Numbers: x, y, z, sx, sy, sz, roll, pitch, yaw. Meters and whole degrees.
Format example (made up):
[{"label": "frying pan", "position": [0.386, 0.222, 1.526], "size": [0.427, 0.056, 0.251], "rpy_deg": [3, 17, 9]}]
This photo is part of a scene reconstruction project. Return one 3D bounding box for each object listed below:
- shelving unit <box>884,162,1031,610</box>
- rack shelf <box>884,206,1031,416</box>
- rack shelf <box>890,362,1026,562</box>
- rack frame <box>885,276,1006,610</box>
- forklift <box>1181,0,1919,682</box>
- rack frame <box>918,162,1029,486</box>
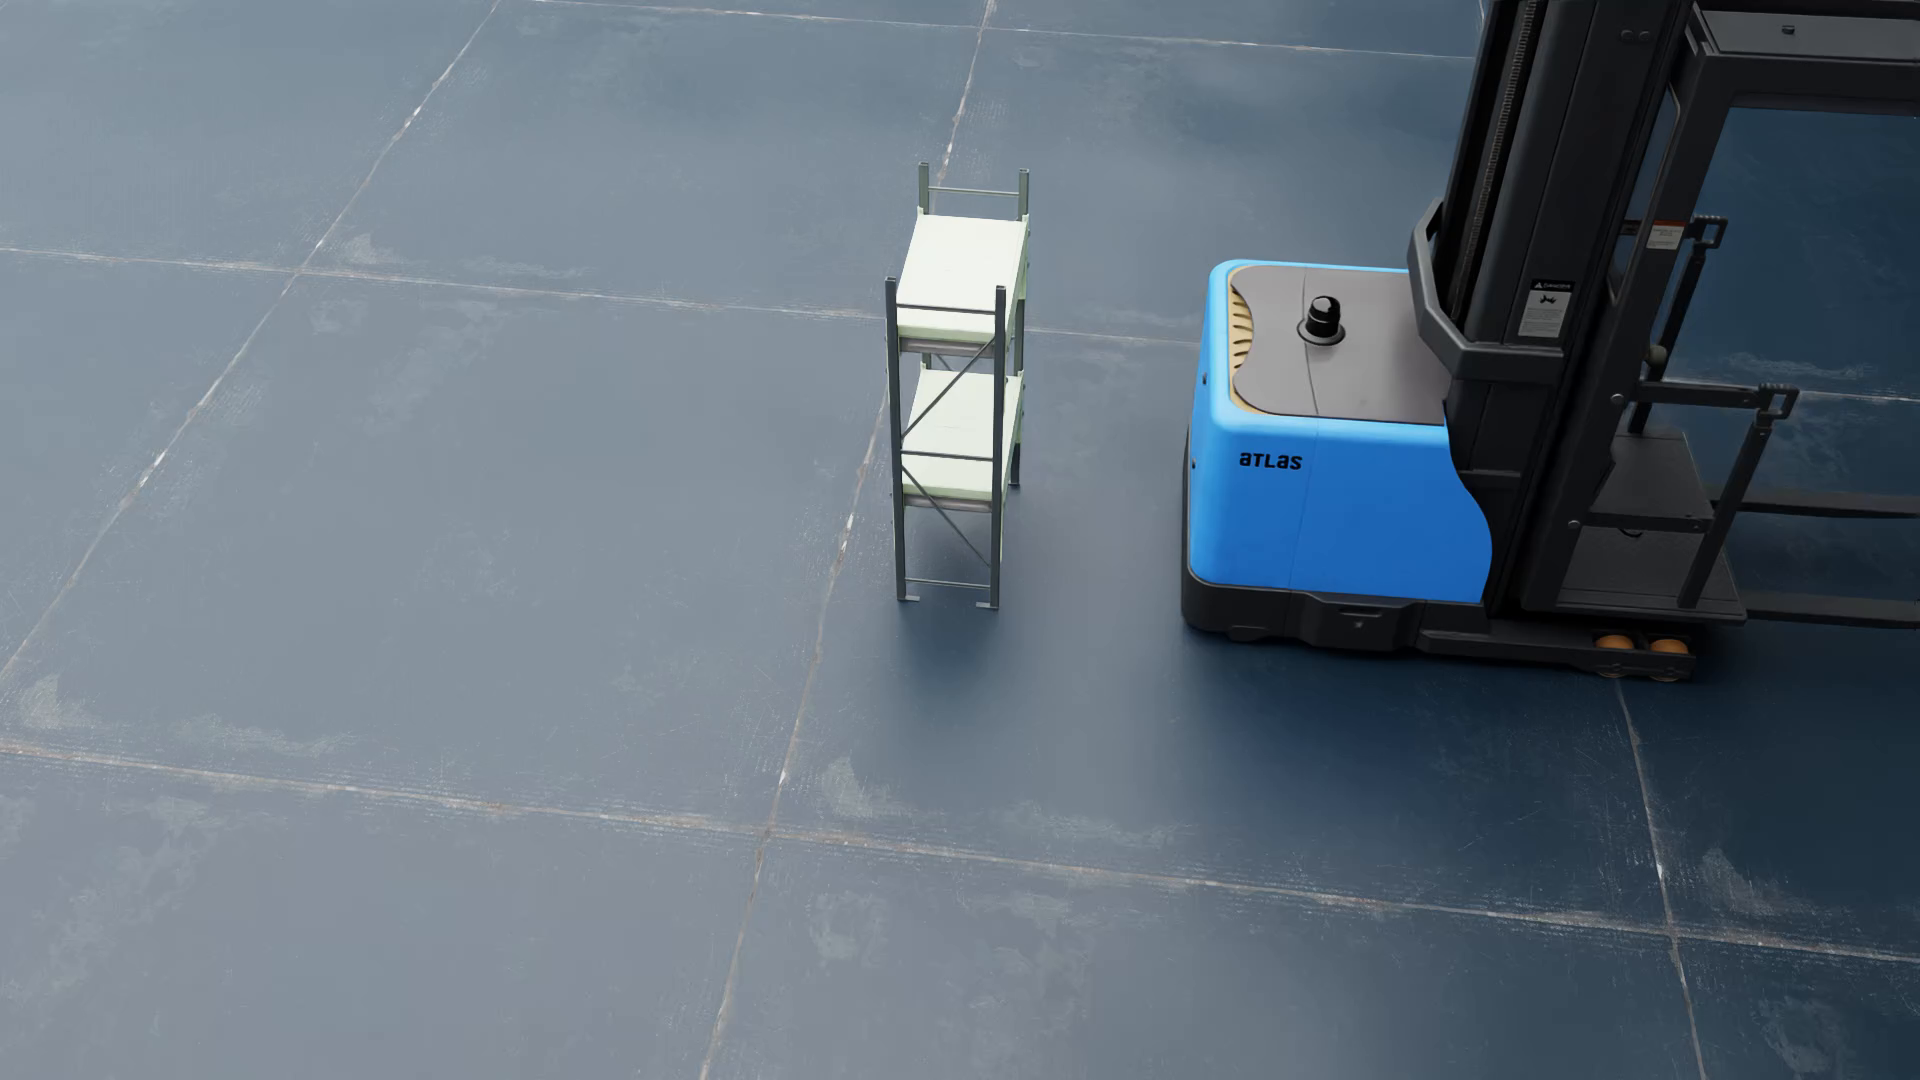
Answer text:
[{"label": "shelving unit", "position": [0.001, -0.549, 6.239], "size": [0.431, 1.500, 0.755], "rpy_deg": [5, 44, 6]}, {"label": "rack shelf", "position": [0.001, -0.833, 5.971], "size": [0.431, 0.370, 0.720], "rpy_deg": [5, 44, 6]}, {"label": "rack shelf", "position": [0.001, -0.312, 6.463], "size": [0.431, 0.370, 0.720], "rpy_deg": [5, 44, 6]}, {"label": "rack frame", "position": [-0.048, -0.300, 5.976], "size": [0.400, 1.500, 0.023], "rpy_deg": [5, 44, 6]}, {"label": "forklift", "position": [2.397, -0.924, 5.595], "size": [3.031, 2.935, 1.130], "rpy_deg": [4, 44, 4]}, {"label": "rack frame", "position": [0.049, -0.799, 6.503], "size": [0.400, 1.500, 0.023], "rpy_deg": [5, 44, 6]}]
